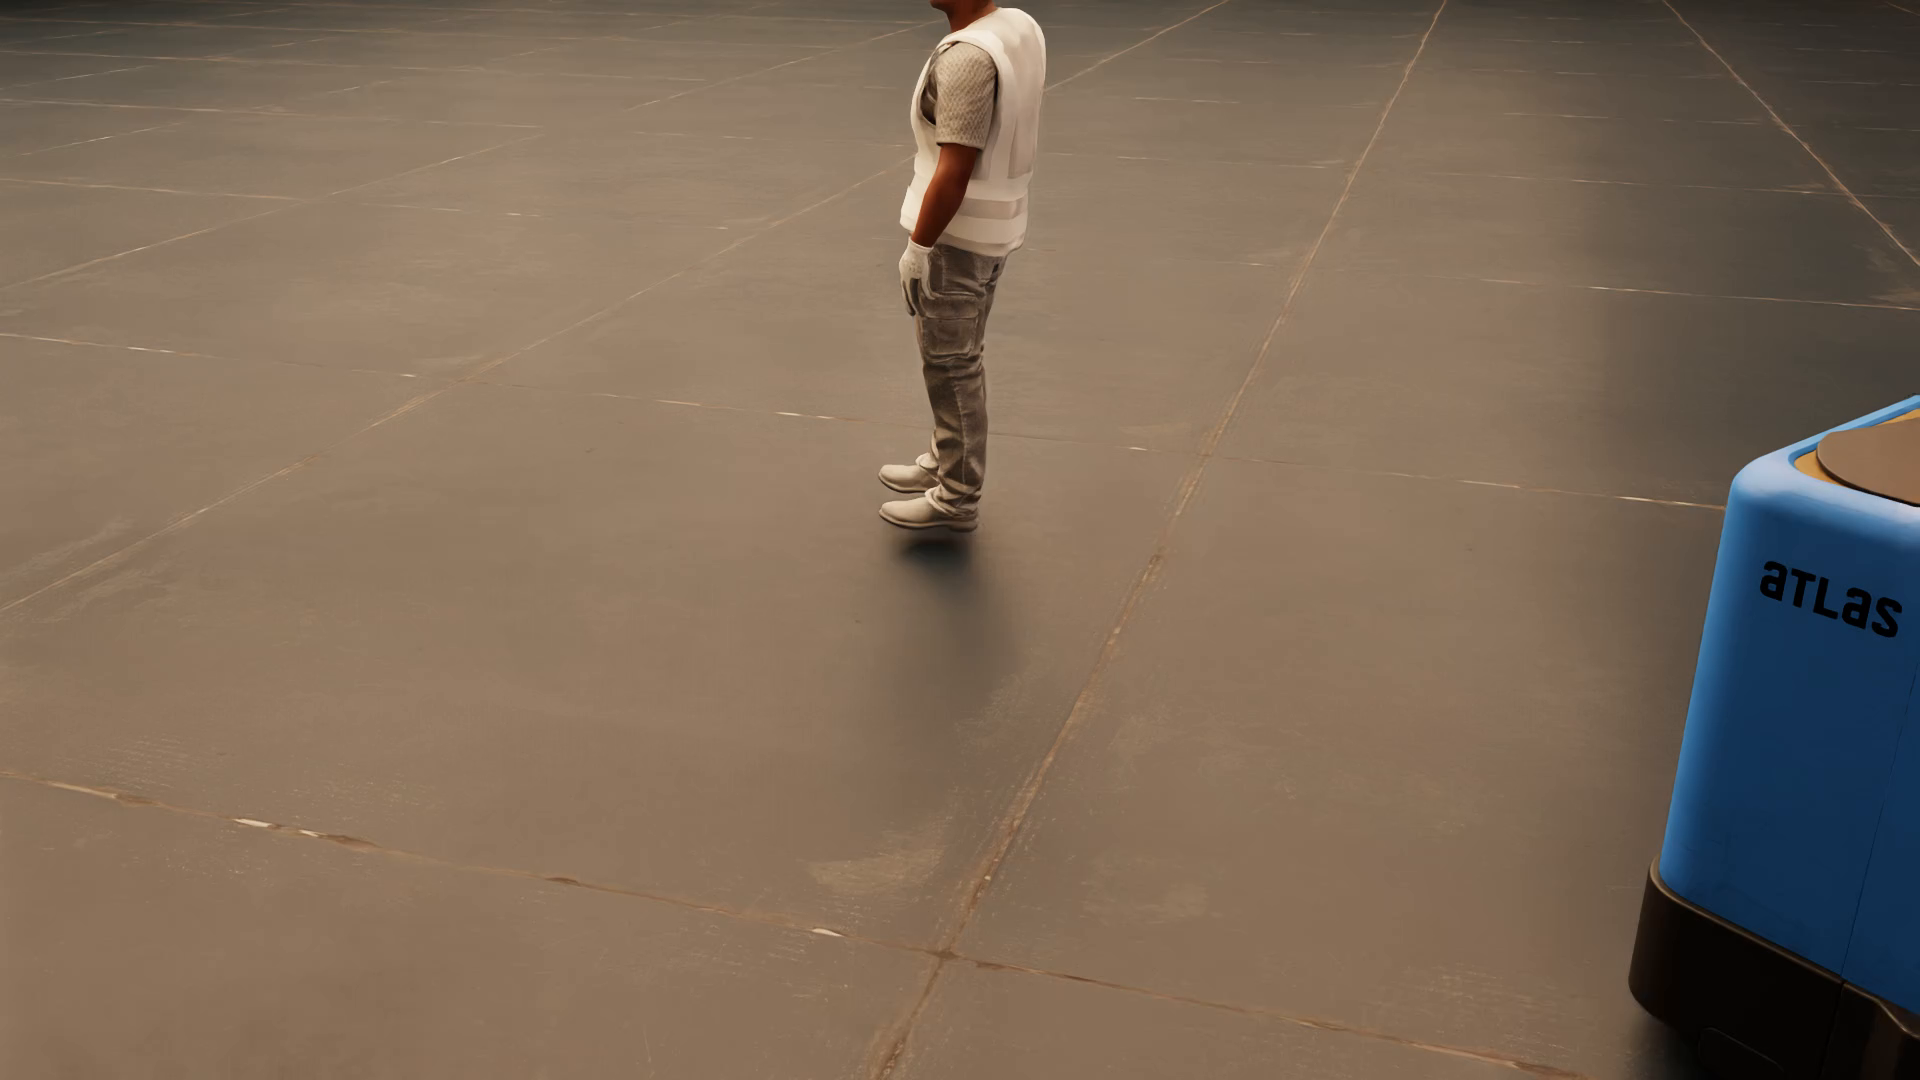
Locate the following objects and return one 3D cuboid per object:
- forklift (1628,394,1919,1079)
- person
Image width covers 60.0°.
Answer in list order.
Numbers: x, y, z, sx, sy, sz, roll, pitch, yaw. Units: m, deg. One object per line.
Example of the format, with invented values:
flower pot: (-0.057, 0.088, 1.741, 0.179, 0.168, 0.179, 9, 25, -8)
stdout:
forklift: (2.496, -0.148, 1.639, 1.130, 2.935, 3.031, -16, 28, -34)
person: (-0.067, -0.879, 4.789, 0.575, 1.784, 0.657, 7, 23, 16)
